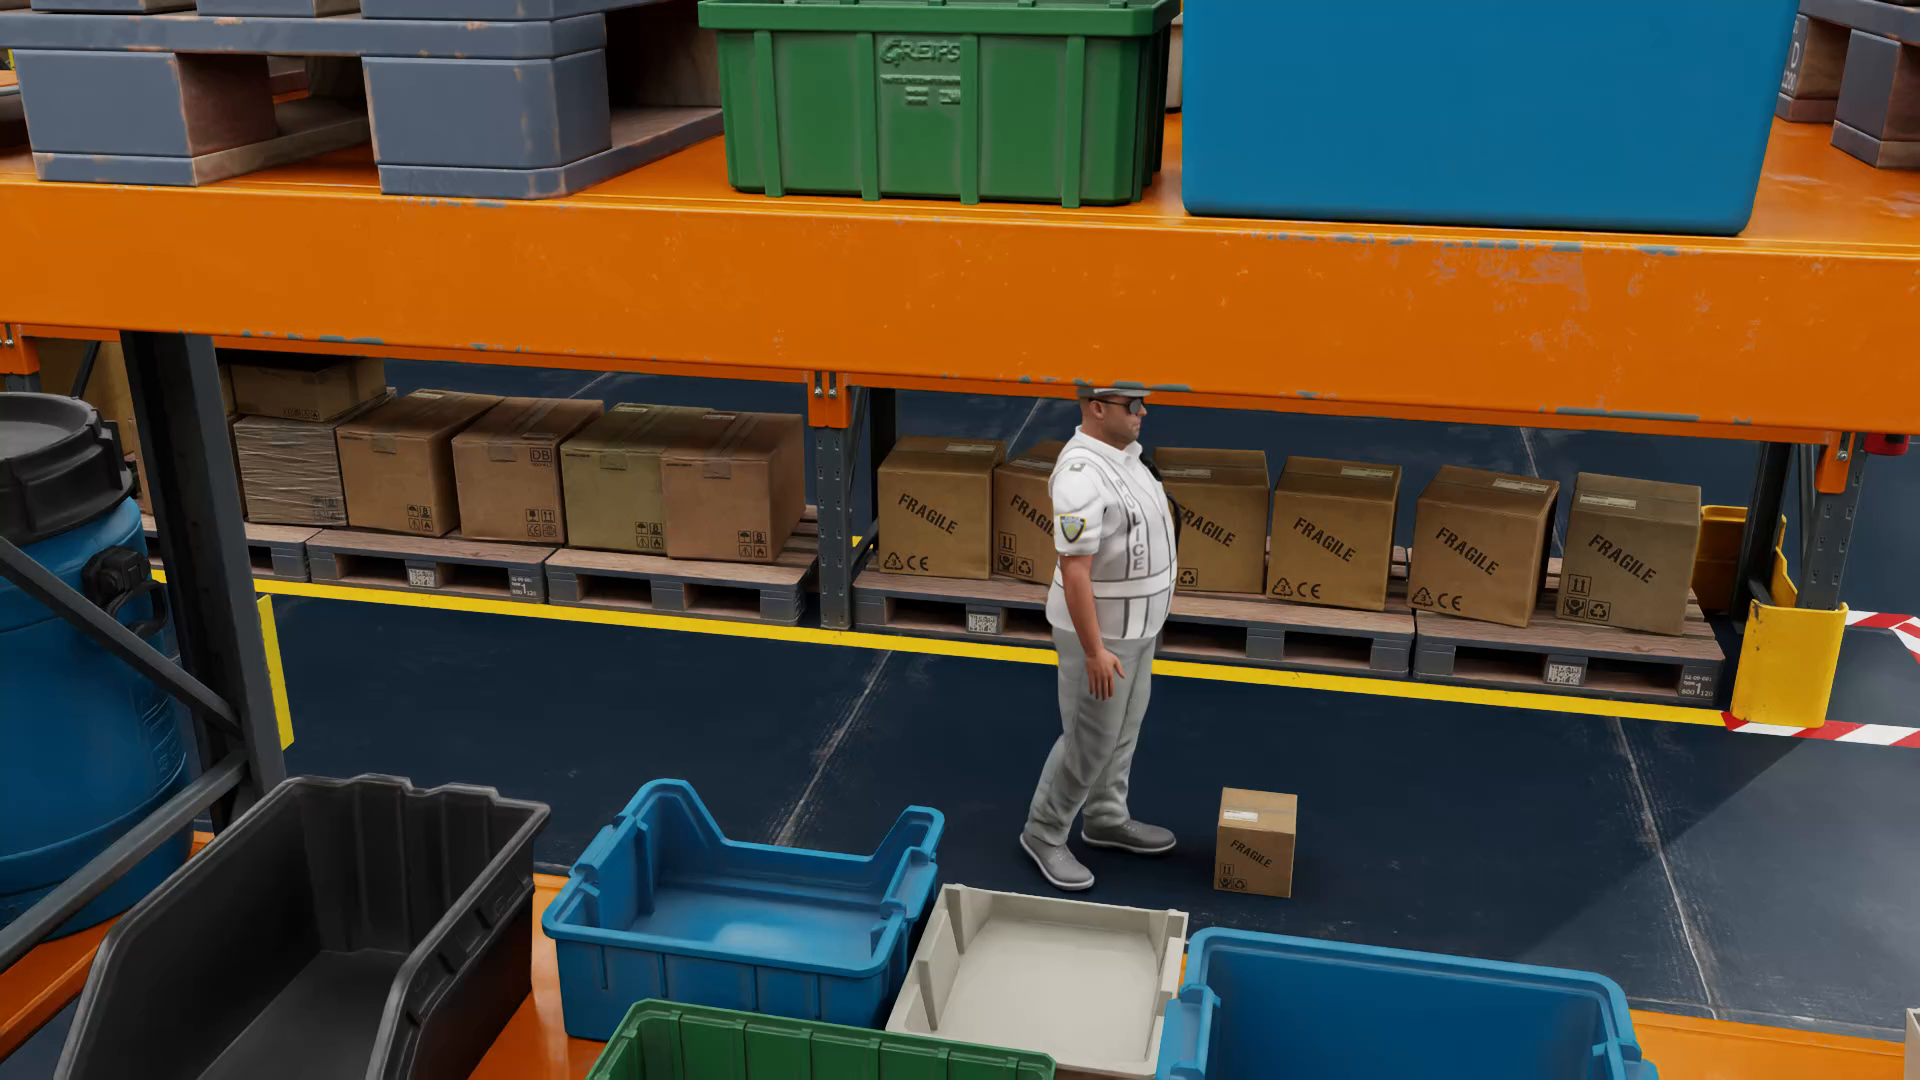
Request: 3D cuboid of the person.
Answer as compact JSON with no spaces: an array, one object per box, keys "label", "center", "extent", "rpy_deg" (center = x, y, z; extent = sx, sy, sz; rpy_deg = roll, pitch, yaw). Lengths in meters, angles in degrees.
[{"label":"person","center":[0.468,0.258,5.376],"extent":[0.494,1.772,0.570],"rpy_deg":[8,23,20]}]
